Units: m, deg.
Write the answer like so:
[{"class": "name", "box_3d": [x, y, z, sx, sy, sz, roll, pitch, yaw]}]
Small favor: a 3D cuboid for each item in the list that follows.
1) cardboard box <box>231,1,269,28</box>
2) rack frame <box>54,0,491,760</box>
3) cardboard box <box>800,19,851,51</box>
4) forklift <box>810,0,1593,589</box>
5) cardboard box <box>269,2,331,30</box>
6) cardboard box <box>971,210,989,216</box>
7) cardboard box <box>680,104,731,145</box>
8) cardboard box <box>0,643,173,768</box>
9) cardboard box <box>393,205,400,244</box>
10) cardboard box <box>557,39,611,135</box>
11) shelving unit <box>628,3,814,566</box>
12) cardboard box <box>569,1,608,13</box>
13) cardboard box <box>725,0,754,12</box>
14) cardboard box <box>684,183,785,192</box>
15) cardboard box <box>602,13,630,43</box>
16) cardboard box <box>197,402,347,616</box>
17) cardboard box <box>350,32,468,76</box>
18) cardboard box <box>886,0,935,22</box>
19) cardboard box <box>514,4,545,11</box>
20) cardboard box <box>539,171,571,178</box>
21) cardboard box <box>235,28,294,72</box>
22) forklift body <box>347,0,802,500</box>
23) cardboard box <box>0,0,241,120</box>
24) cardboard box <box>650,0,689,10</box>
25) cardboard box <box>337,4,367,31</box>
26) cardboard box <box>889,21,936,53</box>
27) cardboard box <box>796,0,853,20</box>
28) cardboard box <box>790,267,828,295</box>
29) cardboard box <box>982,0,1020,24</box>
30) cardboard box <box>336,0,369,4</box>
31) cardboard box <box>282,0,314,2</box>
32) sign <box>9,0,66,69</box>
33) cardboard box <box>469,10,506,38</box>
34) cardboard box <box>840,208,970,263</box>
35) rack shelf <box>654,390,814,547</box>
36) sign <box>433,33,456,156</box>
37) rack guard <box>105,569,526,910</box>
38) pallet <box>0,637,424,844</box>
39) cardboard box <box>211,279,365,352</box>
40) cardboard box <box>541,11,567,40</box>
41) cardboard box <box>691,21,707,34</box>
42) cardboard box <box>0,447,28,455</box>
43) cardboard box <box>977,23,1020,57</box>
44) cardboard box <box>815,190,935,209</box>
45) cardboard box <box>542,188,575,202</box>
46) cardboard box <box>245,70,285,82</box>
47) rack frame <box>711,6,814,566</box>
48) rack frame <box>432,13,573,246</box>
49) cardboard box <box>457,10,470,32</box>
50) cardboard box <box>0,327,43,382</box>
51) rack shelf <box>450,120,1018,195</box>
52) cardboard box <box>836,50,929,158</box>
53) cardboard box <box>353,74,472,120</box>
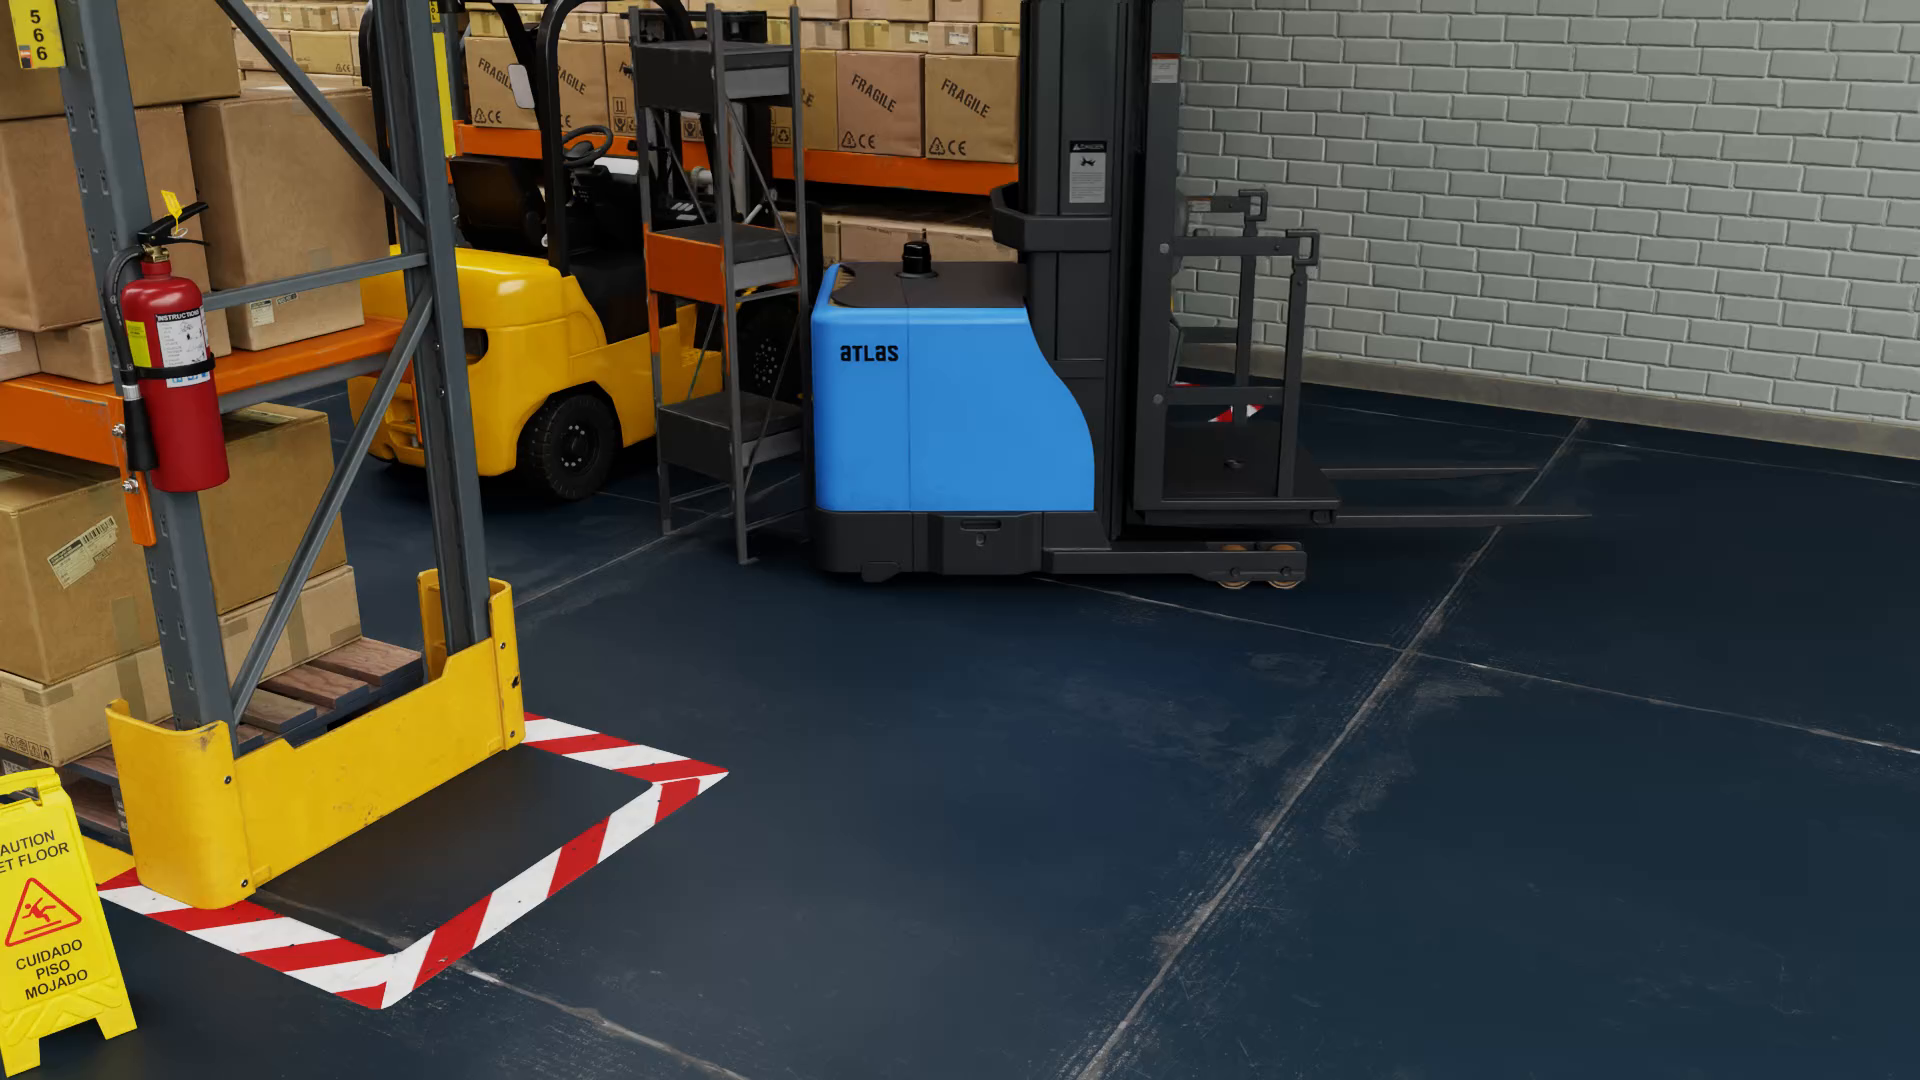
[{"class": "cardboard box", "box_3d": [-4.577, -3.356, 10.621, 0.250, 0.149, 0.380, 10, 22, 26]}, {"class": "rack frame", "box_3d": [-1.697, -0.645, 4.246, 0.127, 3.000, 1.000, 11, 23, 27]}, {"class": "cardboard box", "box_3d": [-0.620, -2.620, 8.591, 0.250, 0.149, 0.380, 10, 22, 26]}, {"class": "forklift", "box_3d": [0.949, -1.372, 6.349, 3.031, 2.935, 1.130, 0, 20, -1]}, {"class": "cardboard box", "box_3d": [-4.093, -3.292, 10.444, 0.250, 0.149, 0.380, 10, 22, 26]}, {"class": "cardboard box", "box_3d": [0.393, -1.635, 8.924, 0.500, 0.250, 0.500, 10, 22, 26]}, {"class": "cardboard box", "box_3d": [-1.177, -2.429, 9.016, 0.500, 0.500, 0.500, 11, 23, 28]}, {"class": "cardboard box", "box_3d": [-2.555, 0.391, 4.804, 0.500, 0.250, 0.500, 11, 23, 27]}, {"class": "cardboard box", "box_3d": [-3.233, -1.954, 10.718, 0.625, 0.625, 0.875, 12, 23, 30]}, {"class": "cardboard box", "box_3d": [-2.049, -2.603, 9.495, 0.500, 0.500, 0.500, 11, 23, 28]}, {"class": "shelving unit", "box_3d": [-0.916, -0.993, 6.524, 0.503, 2.100, 0.431, 18, 26, 40]}, {"class": "cardboard box", "box_3d": [-1.964, -3.010, 9.229, 0.250, 0.149, 0.380, 11, 23, 28]}, {"class": "cardboard box", "box_3d": [-1.037, -2.866, 8.832, 0.250, 0.149, 0.380, 11, 23, 28]}, {"class": "cardboard box", "box_3d": [-1.363, -1.972, 9.852, 0.500, 0.250, 0.500, 11, 23, 28]}, {"class": "cardboard box", "box_3d": [-1.746, -2.825, 9.156, 0.250, 0.149, 0.380, 11, 22, 27]}, {"class": "cardboard box", "box_3d": [-2.287, -0.123, 5.122, 0.500, 0.500, 0.500, 10, 22, 26]}, {"class": "cardboard box", "box_3d": [-3.325, -2.959, 10.111, 0.500, 0.250, 0.500, 10, 22, 26]}, {"class": "cardboard box", "box_3d": [-0.167, -2.680, 8.319, 0.250, 0.149, 0.380, 11, 23, 28]}, {"class": "cardboard box", "box_3d": [-2.357, -3.128, 9.556, 0.250, 0.149, 0.380, 11, 23, 28]}, {"class": "cardboard box", "box_3d": [-2.248, -2.140, 10.315, 0.500, 0.250, 0.500, 11, 23, 28]}, {"class": "cardboard box", "box_3d": [-4.221, -3.129, 10.580, 0.500, 0.250, 0.500, 11, 23, 28]}, {"class": "forklift body", "box_3d": [-1.825, -1.497, 7.838, 1.214, 2.155, 2.313, 11, 23, 27]}, {"class": "cardboard box", "box_3d": [-2.249, -1.322, 4.062, 0.500, 0.500, 0.700, 10, 22, 26]}, {"class": "cardboard box", "box_3d": [-1.475, -2.949, 9.061, 0.250, 0.149, 0.380, 11, 23, 27]}, {"class": "cardboard box", "box_3d": [-3.600, -3.226, 10.260, 0.250, 0.149, 0.380, 11, 23, 27]}, {"class": "cardboard box", "box_3d": [-0.153, -2.545, 8.384, 0.250, 0.149, 0.380, 11, 23, 28]}, {"class": "cardboard box", "box_3d": [-0.630, -2.753, 8.523, 0.250, 0.149, 0.380, 11, 23, 29]}, {"class": "cardboard box", "box_3d": [-0.750, -1.418, 9.058, 0.500, 0.250, 0.500, 10, 22, 26]}, {"class": "cardboard box", "box_3d": [0.305, -2.612, 8.134, 0.250, 0.149, 0.380, 11, 23, 27]}, {"class": "cardboard box", "box_3d": [-3.838, -3.451, 10.881, 0.250, 0.149, 0.380, 11, 23, 27]}, {"class": "cardboard box", "box_3d": [-4.282, -3.531, 11.102, 0.250, 0.149, 0.380, 11, 23, 28]}, {"class": "sign", "box_3d": [-1.985, -1.176, 3.548, 0.005, 0.325, 0.100, 11, 23, 27]}, {"class": "cardboard box", "box_3d": [-2.622, -3.010, 9.665, 0.250, 0.149, 0.380, 10, 22, 26]}, {"class": "cardboard box", "box_3d": [-0.282, -1.566, 8.732, 0.500, 0.250, 0.500, 11, 23, 28]}, {"class": "rack shelf", "box_3d": [-0.916, -0.322, 6.768, 0.480, 0.518, 0.431, 18, 26, 40]}, {"class": "sign", "box_3d": [-1.432, -1.214, 4.544, 0.005, 0.325, 0.100, 11, 23, 27]}, {"class": "rack guard", "box_3d": [-1.763, 0.517, 4.707, 0.348, 0.500, 1.175, 11, 23, 27]}, {"class": "pallet", "box_3d": [-2.455, 0.507, 5.158, 1.213, 0.211, 1.003, 11, 23, 27]}, {"class": "cardboard box", "box_3d": [-1.893, -0.646, 4.614, 0.250, 0.149, 0.380, 11, 23, 28]}, {"class": "cardboard box", "box_3d": [-2.154, -2.932, 9.451, 0.250, 0.149, 0.380, 11, 23, 27]}, {"class": "cardboard box", "box_3d": [-1.281, -2.747, 8.940, 0.250, 0.149, 0.380, 10, 22, 26]}, {"class": "cardboard box", "box_3d": [-2.981, -0.044, 4.905, 0.500, 0.500, 0.500, 12, 23, 29]}, {"class": "cardboard box", "box_3d": [0.281, -2.450, 8.122, 0.250, 0.149, 0.380, 11, 23, 28]}, {"class": "cardboard box", "box_3d": [-0.476, -1.803, 9.388, 0.500, 0.250, 0.500, 11, 22, 27]}, {"class": "cardboard box", "box_3d": [-2.061, -1.902, 9.660, 0.500, 0.250, 0.500, 11, 23, 27]}, {"class": "cardboard box", "box_3d": [-4.199, -2.898, 10.676, 0.500, 0.250, 0.500, 11, 23, 28]}, {"class": "rack frame", "box_3d": [-0.737, -0.937, 6.368, 0.015, 2.100, 0.400, 18, 26, 40]}, {"class": "rack frame", "box_3d": [-2.772, -2.789, 10.155, 0.127, 3.000, 1.000, 11, 23, 27]}, {"class": "cardboard box", "box_3d": [-3.178, -3.132, 10.002, 0.250, 0.149, 0.380, 12, 23, 29]}, {"class": "cardboard box", "box_3d": [-2.403, -0.535, 4.310, 0.250, 0.149, 0.380, 10, 22, 27]}, {"class": "rack shelf", "box_3d": [-1.026, -2.118, 9.361, 4.000, 0.370, 1.077, 11, 23, 27]}, {"class": "cardboard box", "box_3d": [-0.286, -2.264, 8.560, 0.500, 0.500, 0.500, 12, 23, 29]}, {"class": "cardboard box", "box_3d": [-3.339, -2.724, 10.197, 0.500, 0.250, 0.500, 11, 23, 29]}]
